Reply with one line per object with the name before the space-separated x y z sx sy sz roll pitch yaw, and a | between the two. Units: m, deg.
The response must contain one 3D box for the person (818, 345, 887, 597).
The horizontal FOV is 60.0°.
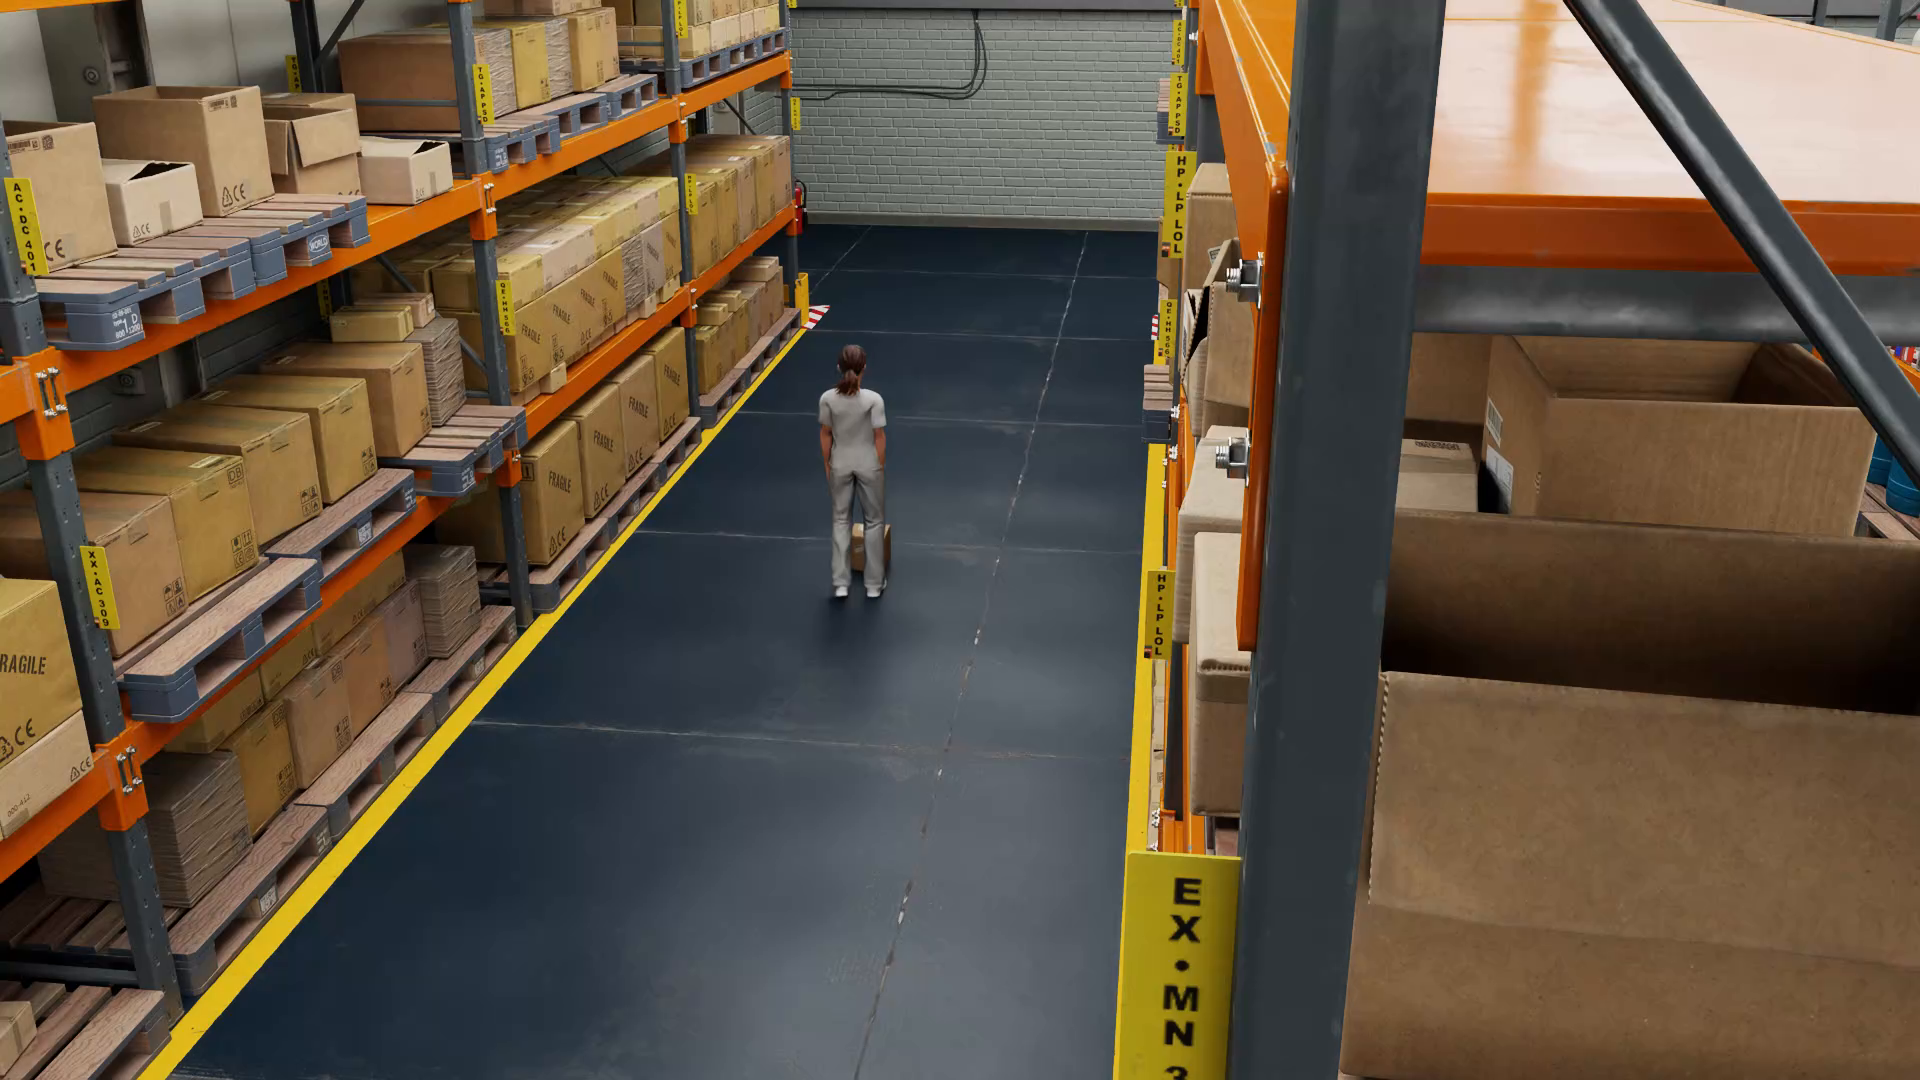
person | -0.683 -0.436 10.726 0.439 1.681 0.363 3 21 7
